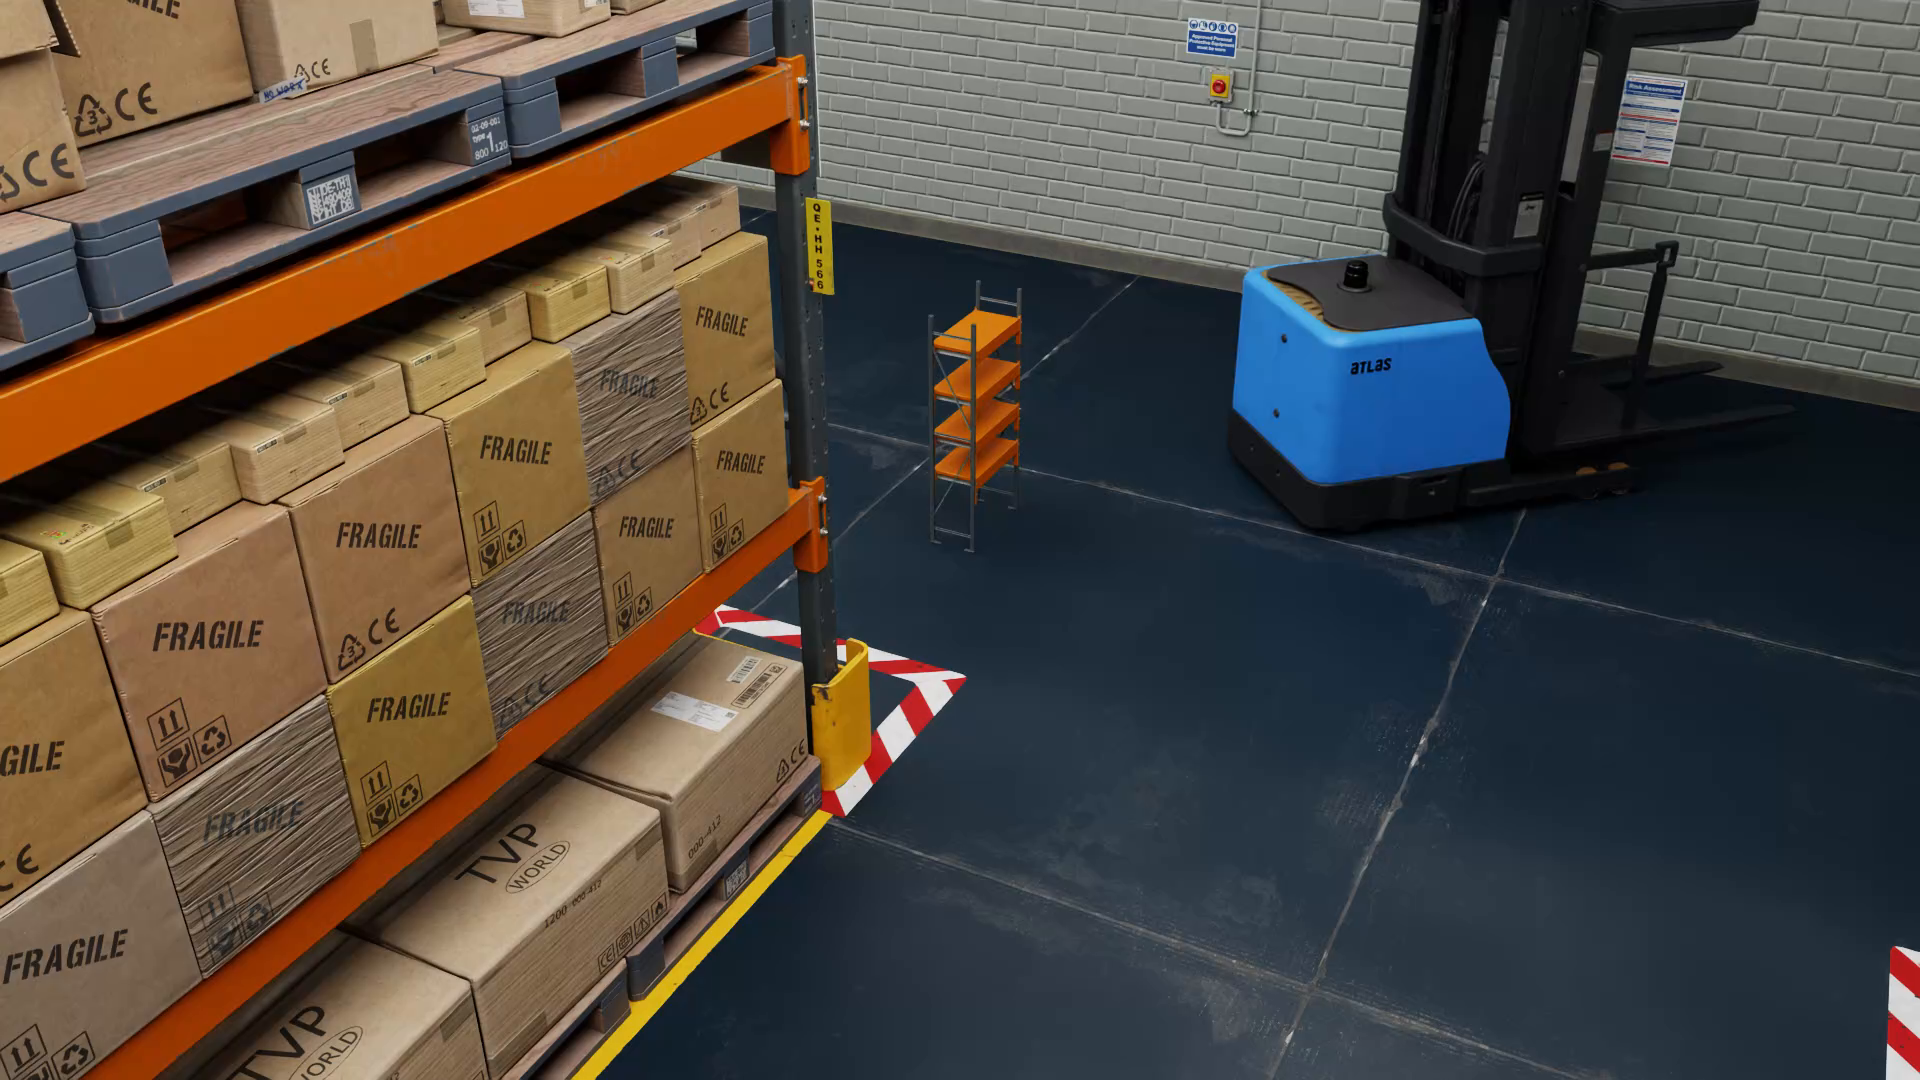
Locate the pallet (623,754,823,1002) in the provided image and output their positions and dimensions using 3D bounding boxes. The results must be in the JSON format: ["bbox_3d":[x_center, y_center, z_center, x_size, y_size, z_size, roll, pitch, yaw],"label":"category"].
[{"bbox_3d":[-1.241,1.081,6.155,1.003,0.211,1.213,14,33,23],"label":"pallet"}]

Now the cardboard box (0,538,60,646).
[{"bbox_3d":[-2.044,0.097,3.313,0.380,0.149,0.250,14,33,23],"label":"cardboard box"}]

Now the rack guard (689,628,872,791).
[{"bbox_3d":[-0.935,0.573,6.750,1.175,0.500,0.348,14,33,23],"label":"rack guard"}]

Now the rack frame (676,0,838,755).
[{"bbox_3d":[-0.946,-0.500,6.109,1.000,3.000,0.127,14,33,23],"label":"rack frame"}]

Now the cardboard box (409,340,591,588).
[{"bbox_3d":[-1.394,-0.253,4.573,0.500,0.500,0.500,14,33,23],"label":"cardboard box"}]

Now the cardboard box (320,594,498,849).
[{"bbox_3d":[-1.621,0.411,4.421,0.500,0.500,0.500,15,33,25],"label":"cardboard box"}]

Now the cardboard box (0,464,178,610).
[{"bbox_3d":[-1.897,-0.014,3.506,0.380,0.149,0.250,13,32,22],"label":"cardboard box"}]

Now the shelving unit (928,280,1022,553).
[{"bbox_3d":[0.075,-0.594,8.079,0.258,1.200,0.503,14,33,23],"label":"shelving unit"}]

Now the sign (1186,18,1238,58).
[{"bbox_3d":[1.587,-3.161,10.470,0.327,0.218,0.001,14,33,23],"label":"sign"}]

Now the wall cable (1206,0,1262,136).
[{"bbox_3d":[1.602,-3.459,10.210,0.585,1.953,0.123,14,33,23],"label":"wall cable"}]

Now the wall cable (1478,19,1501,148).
[{"bbox_3d":[2.870,-3.129,9.667,0.588,1.984,0.122,14,33,23],"label":"wall cable"}]

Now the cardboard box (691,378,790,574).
[{"bbox_3d":[-0.930,-0.270,5.607,0.500,0.500,0.500,14,33,24],"label":"cardboard box"}]

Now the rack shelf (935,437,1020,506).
[{"bbox_3d":[0.075,-0.363,8.211,0.258,0.148,0.480,14,33,23],"label":"rack shelf"}]

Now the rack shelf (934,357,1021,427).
[{"bbox_3d":[0.075,-0.729,8.001,0.258,0.148,0.480,14,33,23],"label":"rack shelf"}]

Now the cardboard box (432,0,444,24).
[{"bbox_3d":[-1.646,-1.487,4.546,0.380,0.149,0.250,16,33,25],"label":"cardboard box"}]

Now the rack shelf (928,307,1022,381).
[{"bbox_3d":[0.075,-0.934,7.883,0.258,0.148,0.480,14,33,23],"label":"rack shelf"}]

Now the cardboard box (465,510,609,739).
[{"bbox_3d":[-1.398,0.180,4.825,0.500,0.500,0.500,15,33,25],"label":"cardboard box"}]

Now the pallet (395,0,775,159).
[{"bbox_3d":[-1.275,-1.431,4.807,1.003,0.211,1.213,14,33,23],"label":"pallet"}]

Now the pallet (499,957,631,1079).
[{"bbox_3d":[-1.797,1.620,5.217,1.003,0.211,1.213,14,33,23],"label":"pallet"}]

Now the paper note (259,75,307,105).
[{"bbox_3d":[-1.385,-0.922,3.405,0.006,0.032,0.123,14,33,23],"label":"paper note"}]

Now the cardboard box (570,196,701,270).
[{"bbox_3d":[-1.025,-0.936,5.112,0.380,0.149,0.250,15,33,24],"label":"cardboard box"}]

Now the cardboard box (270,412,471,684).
[{"bbox_3d":[-1.625,-0.030,4.186,0.500,0.500,0.500,14,33,23],"label":"cardboard box"}]

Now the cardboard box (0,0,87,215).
[{"bbox_3d":[-2.182,-0.903,3.173,0.797,0.503,0.637,17,34,27],"label":"cardboard box"}]

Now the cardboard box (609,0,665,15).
[{"bbox_3d":[-1.071,-1.742,4.887,0.500,0.250,0.500,11,32,19],"label":"cardboard box"}]

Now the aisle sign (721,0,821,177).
[{"bbox_3d":[-0.637,-1.589,5.395,0.394,0.787,0.004,14,33,23],"label":"aisle sign"}]

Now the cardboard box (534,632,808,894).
[{"bbox_3d":[-1.158,0.744,6.093,0.875,0.438,0.875,13,32,22],"label":"cardboard box"}]

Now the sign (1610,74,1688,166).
[{"bbox_3d":[3.940,-2.403,9.517,0.329,0.494,0.001,14,33,23],"label":"sign"}]

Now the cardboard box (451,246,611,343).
[{"bbox_3d":[-1.219,-0.700,4.701,0.380,0.149,0.250,15,33,24],"label":"cardboard box"}]

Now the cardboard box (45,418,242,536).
[{"bbox_3d":[-1.856,-0.144,3.733,0.380,0.149,0.250,14,33,23],"label":"cardboard box"}]

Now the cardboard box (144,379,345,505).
[{"bbox_3d":[-1.683,-0.237,3.895,0.380,0.149,0.250,14,33,23],"label":"cardboard box"}]

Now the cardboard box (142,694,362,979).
[{"bbox_3d":[-1.856,0.640,4.023,0.500,0.500,0.500,15,33,24],"label":"cardboard box"}]

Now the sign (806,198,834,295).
[{"bbox_3d":[-0.469,-0.976,5.537,0.100,0.325,0.005,14,33,23],"label":"sign"}]

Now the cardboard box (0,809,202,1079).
[{"bbox_3d":[-2.088,0.859,3.642,0.500,0.500,0.500,15,33,24],"label":"cardboard box"}]

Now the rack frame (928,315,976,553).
[{"bbox_3d":[-0.036,-0.486,7.891,0.240,1.200,0.015,14,33,23],"label":"rack frame"}]

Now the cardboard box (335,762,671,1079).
[{"bbox_3d":[-1.567,1.152,5.384,0.875,0.438,0.875,15,33,25],"label":"cardboard box"}]

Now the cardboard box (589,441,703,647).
[{"bbox_3d":[-1.172,-0.051,5.226,0.500,0.500,0.500,14,33,22],"label":"cardboard box"}]

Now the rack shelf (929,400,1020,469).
[{"bbox_3d":[0.075,-0.535,8.112,0.258,0.148,0.480,14,33,23],"label":"rack shelf"}]

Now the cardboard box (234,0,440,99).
[{"bbox_3d":[-1.672,-1.336,4.119,0.500,0.311,0.500,15,33,24],"label":"cardboard box"}]

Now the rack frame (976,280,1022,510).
[{"bbox_3d":[0.187,-0.702,8.267,0.240,1.200,0.015,14,33,23],"label":"rack frame"}]

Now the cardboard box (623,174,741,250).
[{"bbox_3d":[-0.931,-1.054,5.317,0.380,0.149,0.250,15,33,24],"label":"cardboard box"}]

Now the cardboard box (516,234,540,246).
[{"bbox_3d":[-1.410,-1.032,5.278,0.380,0.149,0.250,15,33,24],"label":"cardboard box"}]

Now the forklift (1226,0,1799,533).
[{"bbox_3d":[3.014,-1.722,8.305,3.031,2.935,1.130,-9,31,-15],"label":"forklift"}]

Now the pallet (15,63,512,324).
[{"bbox_3d":[-1.829,-0.888,3.862,1.003,0.211,1.213,14,33,23],"label":"pallet"}]

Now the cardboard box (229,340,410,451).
[{"bbox_3d":[-1.600,-0.364,4.115,0.380,0.149,0.250,15,33,25],"label":"cardboard box"}]

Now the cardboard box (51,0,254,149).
[{"bbox_3d":[-1.998,-1.210,3.711,0.500,0.500,0.500,15,33,24],"label":"cardboard box"}]

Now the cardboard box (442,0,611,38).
[{"bbox_3d":[-1.191,-1.494,4.557,0.380,0.149,0.250,12,32,19],"label":"cardboard box"}]

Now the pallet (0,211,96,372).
[{"bbox_3d":[-2.386,-0.350,2.924,1.003,0.211,1.213,14,33,23],"label":"pallet"}]

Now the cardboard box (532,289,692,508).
[{"bbox_3d":[-1.166,-0.471,4.954,0.500,0.500,0.500,14,33,23],"label":"cardboard box"}]

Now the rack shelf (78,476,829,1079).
[{"bbox_3d":[-1.857,0.698,4.744,1.077,0.370,4.000,14,33,23],"label":"rack shelf"}]

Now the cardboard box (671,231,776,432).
[{"bbox_3d":[-0.954,-0.709,5.369,0.500,0.500,0.500,15,33,25],"label":"cardboard box"}]

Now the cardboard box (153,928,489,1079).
[{"bbox_3d":[-1.979,1.551,4.688,0.875,0.438,0.875,13,32,22],"label":"cardboard box"}]

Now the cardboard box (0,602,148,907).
[{"bbox_3d":[-2.100,0.417,3.407,0.500,0.500,0.500,14,33,23],"label":"cardboard box"}]

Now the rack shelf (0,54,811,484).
[{"bbox_3d":[-1.857,-0.602,3.997,1.077,0.370,4.000,14,33,23],"label":"rack shelf"}]

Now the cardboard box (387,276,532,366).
[{"bbox_3d":[-1.402,-0.600,4.527,0.380,0.149,0.250,14,33,23],"label":"cardboard box"}]

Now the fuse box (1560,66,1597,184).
[{"bbox_3d":[3.406,-1.905,9.850,0.539,1.711,0.414,14,33,23],"label":"fuse box"}]

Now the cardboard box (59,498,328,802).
[{"bbox_3d":[-1.856,0.193,3.798,0.500,0.500,0.500,15,33,24],"label":"cardboard box"}]

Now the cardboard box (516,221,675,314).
[{"bbox_3d":[-1.068,-0.802,4.879,0.380,0.149,0.250,14,33,23],"label":"cardboard box"}]

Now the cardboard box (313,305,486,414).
[{"bbox_3d":[-1.464,-0.476,4.311,0.380,0.149,0.250,15,33,24],"label":"cardboard box"}]
